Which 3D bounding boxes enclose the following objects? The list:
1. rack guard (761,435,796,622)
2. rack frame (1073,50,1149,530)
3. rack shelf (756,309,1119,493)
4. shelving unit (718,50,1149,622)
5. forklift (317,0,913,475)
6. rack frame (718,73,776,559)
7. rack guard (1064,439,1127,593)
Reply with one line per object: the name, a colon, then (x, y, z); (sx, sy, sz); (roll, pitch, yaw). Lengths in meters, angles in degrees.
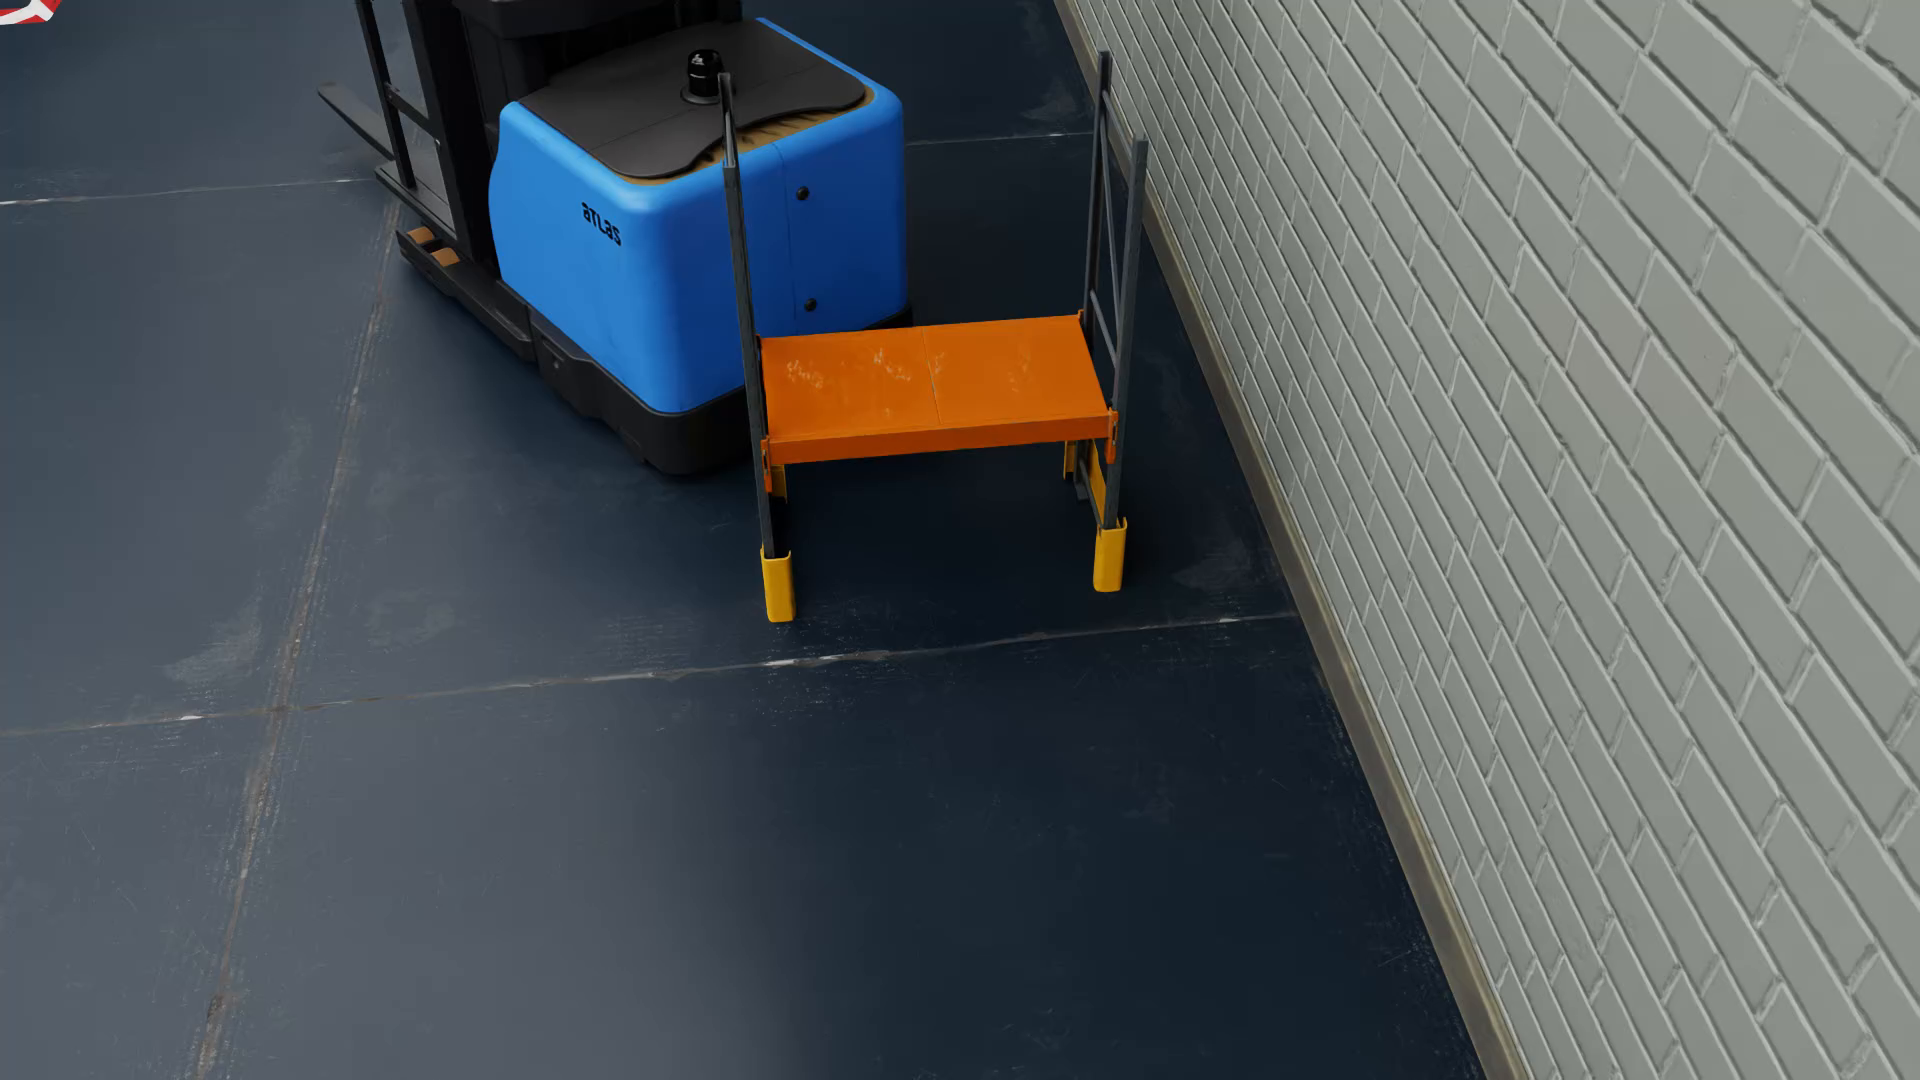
rack guard: (-0.569, -0.043, 5.111); (0.087, 0.250, 0.587); (-5, 42, -6)
rack frame: (0.419, -0.594, 4.788); (0.032, 1.500, 0.500); (-5, 42, -6)
rack shelf: (-0.085, -0.416, 4.860); (1.000, 0.185, 0.538); (-5, 42, -6)
shelving unit: (-0.076, -0.550, 4.740); (1.083, 1.500, 0.587); (-5, 42, -6)
forklift: (-1.496, -2.217, 5.520); (1.130, 2.935, 3.031); (-30, 50, -29)
rack frame: (-0.589, -0.505, 4.691); (0.032, 1.500, 0.500); (-5, 42, -6)
rack guard: (0.418, -0.129, 5.207); (0.087, 0.250, 0.587); (-5, 42, -6)
